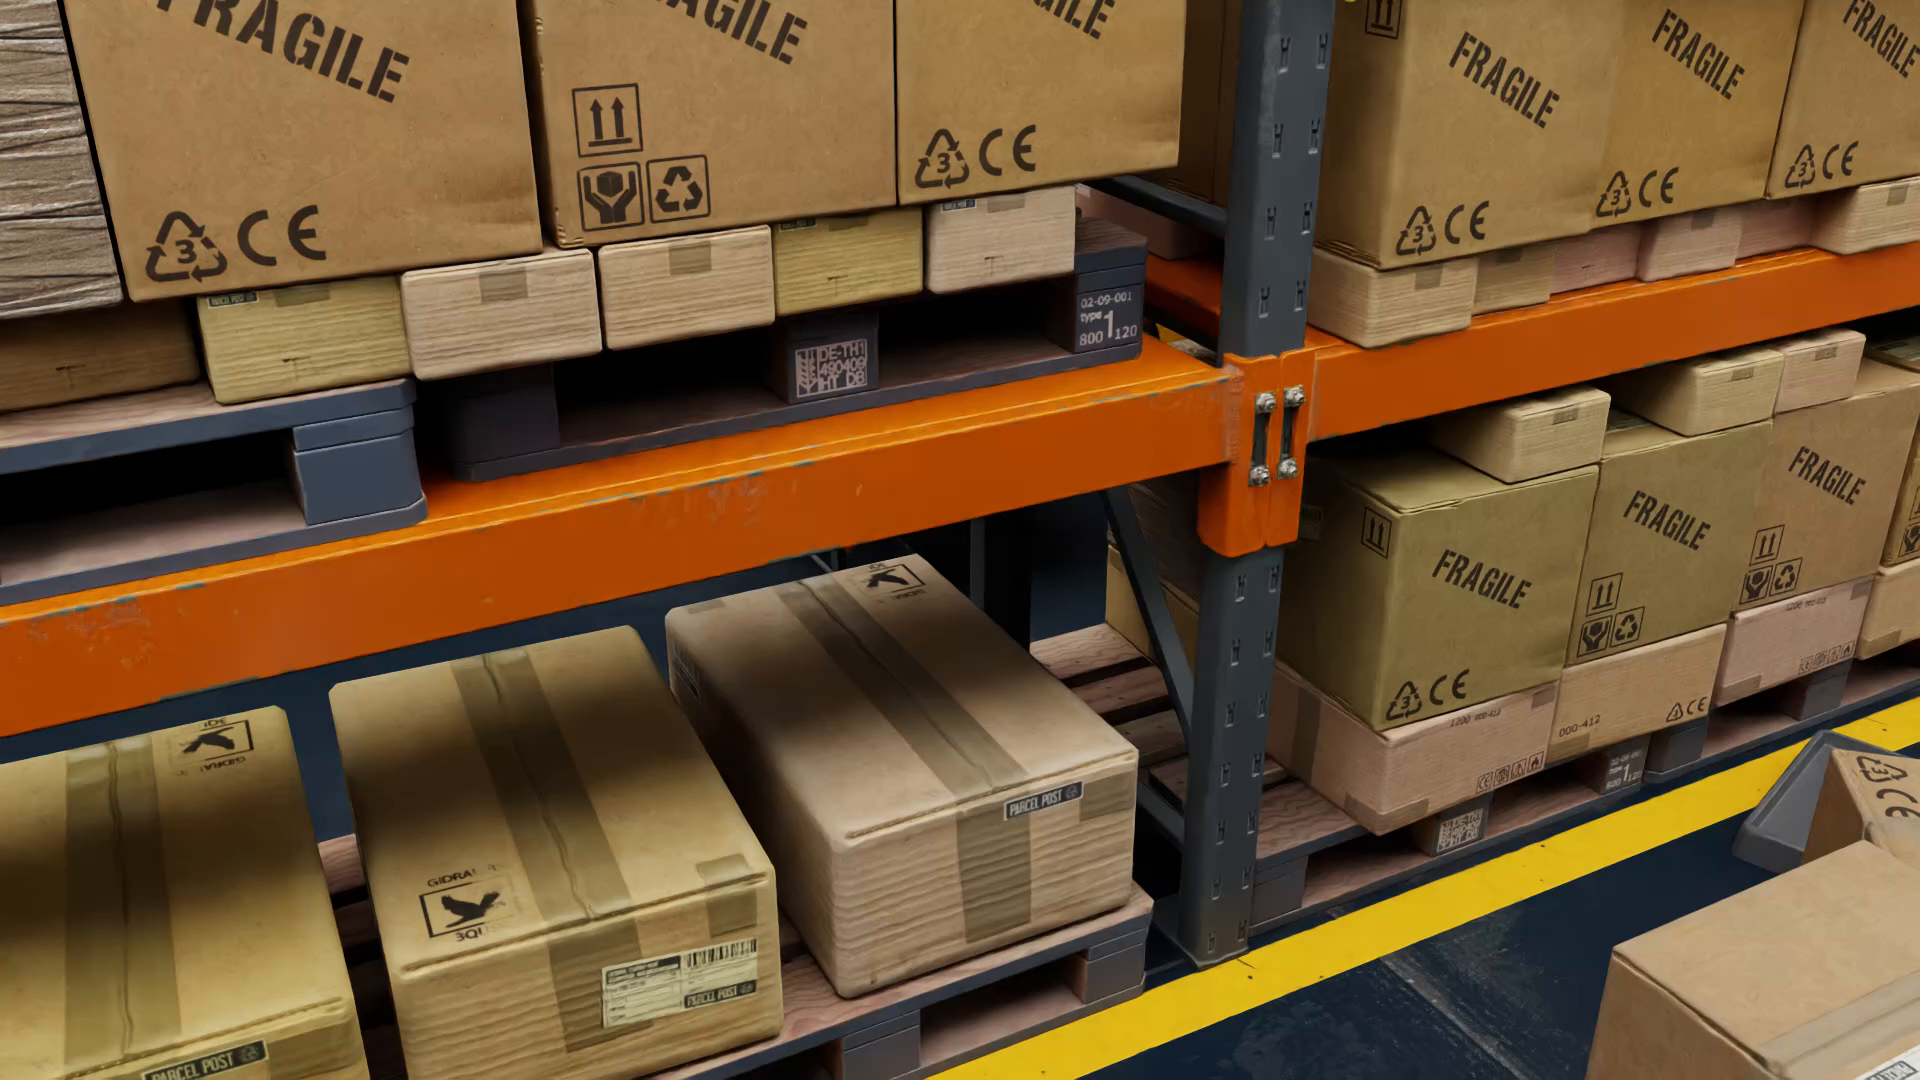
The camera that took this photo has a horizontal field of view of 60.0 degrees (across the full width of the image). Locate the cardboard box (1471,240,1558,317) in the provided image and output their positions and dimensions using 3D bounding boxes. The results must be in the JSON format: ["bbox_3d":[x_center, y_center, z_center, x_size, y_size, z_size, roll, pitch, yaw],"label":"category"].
[{"bbox_3d":[0.937,-0.570,3.261,0.250,0.149,0.380,-12,28,-24],"label":"cardboard box"}]

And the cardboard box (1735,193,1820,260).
[{"bbox_3d":[1.612,-0.739,3.613,0.250,0.149,0.380,-13,29,-25],"label":"cardboard box"}]

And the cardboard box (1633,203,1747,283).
[{"bbox_3d":[1.392,-0.672,3.475,0.250,0.149,0.380,-12,28,-24],"label":"cardboard box"}]

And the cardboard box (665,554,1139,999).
[{"bbox_3d":[-0.152,0.433,3.433,0.625,0.372,0.950,-13,28,-24],"label":"cardboard box"}]

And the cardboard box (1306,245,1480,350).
[{"bbox_3d":[0.739,-0.498,3.113,0.250,0.149,0.380,-13,29,-25],"label":"cardboard box"}]

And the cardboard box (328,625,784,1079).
[{"bbox_3d":[-0.784,0.581,3.125,0.625,0.372,0.950,-11,28,-22],"label":"cardboard box"}]

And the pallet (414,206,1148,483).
[{"bbox_3d":[-0.433,-0.483,3.013,1.213,0.211,1.003,-13,29,-25],"label":"pallet"}]

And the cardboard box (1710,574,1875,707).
[{"bbox_3d":[1.890,0.141,4.182,0.500,0.250,0.500,-13,29,-26],"label":"cardboard box"}]

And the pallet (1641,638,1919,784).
[{"bbox_3d":[1.964,0.187,4.617,1.213,0.211,1.003,-13,29,-25],"label":"pallet"}]

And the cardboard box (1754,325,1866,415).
[{"bbox_3d":[1.785,-0.431,3.758,0.250,0.149,0.380,-11,28,-22],"label":"cardboard box"}]

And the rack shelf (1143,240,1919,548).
[{"bbox_3d":[2.075,-0.753,4.184,4.000,0.370,1.077,-13,29,-25],"label":"rack shelf"}]

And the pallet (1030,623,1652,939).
[{"bbox_3d":[0.886,0.437,4.096,1.213,0.211,1.003,-13,29,-25],"label":"pallet"}]

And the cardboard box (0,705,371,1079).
[{"bbox_3d":[-1.397,0.723,2.829,0.625,0.372,0.950,-12,28,-23],"label":"cardboard box"}]

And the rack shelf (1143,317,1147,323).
[{"bbox_3d":[-0.006,-0.770,4.877,1.000,0.278,0.538,-13,29,-25],"label":"rack shelf"}]

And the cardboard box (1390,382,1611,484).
[{"bbox_3d":[1.096,-0.270,3.422,0.250,0.149,0.380,-13,28,-24],"label":"cardboard box"}]

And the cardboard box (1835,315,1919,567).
[{"bbox_3d":[2.348,-0.302,4.239,0.500,0.500,0.500,-14,29,-26],"label":"cardboard box"}]

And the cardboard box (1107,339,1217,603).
[{"bbox_3d":[0.706,-0.181,3.986,0.500,0.500,0.500,-13,29,-26],"label":"cardboard box"}]

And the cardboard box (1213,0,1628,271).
[{"bbox_3d":[0.829,-0.832,3.059,0.500,0.500,0.500,-13,29,-25],"label":"cardboard box"}]

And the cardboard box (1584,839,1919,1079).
[{"bbox_3d":[1.174,0.789,2.154,0.500,0.500,0.500,-13,29,-25],"label":"cardboard box"}]

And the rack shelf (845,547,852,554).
[{"bbox_3d":[-0.006,-0.285,5.109,1.000,0.278,0.538,-13,29,-25],"label":"rack shelf"}]

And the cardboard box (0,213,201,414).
[{"bbox_3d":[-1.202,-0.319,2.254,0.250,0.149,0.380,-14,29,-27],"label":"cardboard box"}]

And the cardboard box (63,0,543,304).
[{"bbox_3d":[-0.885,-0.652,2.199,0.500,0.500,0.500,-12,28,-23],"label":"cardboard box"}]

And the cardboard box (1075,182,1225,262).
[{"bbox_3d":[0.450,-0.739,3.613,0.250,0.149,0.380,-13,29,-26],"label":"cardboard box"}]

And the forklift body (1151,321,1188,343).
[{"bbox_3d":[0.686,-1.914,6.751,1.214,2.155,2.313,-13,29,-25],"label":"forklift body"}]

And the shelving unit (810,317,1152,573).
[{"bbox_3d":[-0.006,-0.506,5.004,1.048,1.125,0.538,-13,29,-25],"label":"shelving unit"}]

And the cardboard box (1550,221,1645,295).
[{"bbox_3d":[1.157,-0.635,3.398,0.250,0.149,0.380,-13,29,-25],"label":"cardboard box"}]

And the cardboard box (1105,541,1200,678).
[{"bbox_3d":[0.705,0.157,4.149,0.500,0.250,0.500,-12,28,-23],"label":"cardboard box"}]

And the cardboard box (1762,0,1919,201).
[{"bbox_3d":[1.710,-1.041,3.493,0.500,0.500,0.500,-13,29,-26],"label":"cardboard box"}]

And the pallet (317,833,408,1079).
[{"bbox_3d":[-1.454,0.996,2.931,1.213,0.211,1.003,-13,29,-25],"label":"pallet"}]

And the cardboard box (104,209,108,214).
[{"bbox_3d":[-1.490,-0.499,2.629,0.250,0.149,0.380,-12,28,-23],"label":"cardboard box"}]

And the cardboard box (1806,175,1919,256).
[{"bbox_3d":[1.872,-0.755,3.648,0.250,0.149,0.380,-13,28,-25],"label":"cardboard box"}]

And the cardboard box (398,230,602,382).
[{"bbox_3d":[-0.689,-0.369,2.359,0.250,0.149,0.380,-13,28,-25],"label":"cardboard box"}]

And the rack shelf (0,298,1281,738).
[{"bbox_3d":[-1.455,0.062,2.487,4.000,0.370,1.077,-13,29,-25],"label":"rack shelf"}]

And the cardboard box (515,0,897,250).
[{"bbox_3d":[-0.427,-0.755,2.413,0.500,0.500,0.500,-13,28,-25],"label":"cardboard box"}]

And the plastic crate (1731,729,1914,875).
[{"bbox_3d":[2.081,0.640,3.825,0.402,0.080,0.583,21,33,37],"label":"plastic crate"}]

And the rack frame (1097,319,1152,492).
[{"bbox_3d":[0.443,-0.609,5.219,0.032,1.125,0.500,-13,29,-25],"label":"rack frame"}]

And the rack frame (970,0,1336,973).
[{"bbox_3d":[0.310,-0.670,3.180,0.127,3.000,1.000,-13,29,-25],"label":"rack frame"}]

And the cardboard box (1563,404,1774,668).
[{"bbox_3d":[1.424,-0.088,3.794,0.500,0.500,0.500,-12,28,-23],"label":"cardboard box"}]

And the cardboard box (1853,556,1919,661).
[{"bbox_3d":[2.333,0.044,4.384,0.500,0.250,0.500,-14,29,-27],"label":"cardboard box"}]

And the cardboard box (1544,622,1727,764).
[{"bbox_3d":[1.423,0.250,3.955,0.500,0.250,0.500,-11,28,-22],"label":"cardboard box"}]

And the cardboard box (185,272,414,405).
[{"bbox_3d":[-0.921,-0.333,2.284,0.250,0.149,0.380,-13,29,-25],"label":"cardboard box"}]

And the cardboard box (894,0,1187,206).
[{"bbox_3d":[0.010,-0.857,2.624,0.500,0.500,0.500,-14,29,-26],"label":"cardboard box"}]

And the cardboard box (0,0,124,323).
[{"bbox_3d":[-1.347,-0.545,1.976,0.500,0.500,0.500,-14,29,-27],"label":"cardboard box"}]

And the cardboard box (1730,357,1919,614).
[{"bbox_3d":[1.883,-0.193,4.012,0.500,0.500,0.500,-11,28,-22],"label":"cardboard box"}]

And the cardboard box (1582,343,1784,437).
[{"bbox_3d":[1.549,-0.375,3.641,0.250,0.149,0.380,-12,28,-23],"label":"cardboard box"}]

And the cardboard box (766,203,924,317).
[{"bbox_3d":[-0.255,-0.489,2.607,0.250,0.149,0.380,-14,29,-27],"label":"cardboard box"}]

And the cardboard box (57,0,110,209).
[{"bbox_3d":[-1.571,-0.746,2.394,0.500,0.500,0.500,-14,29,-27],"label":"cardboard box"}]

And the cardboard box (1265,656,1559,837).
[{"bbox_3d":[0.958,0.363,3.719,0.500,0.250,0.500,-14,29,-27],"label":"cardboard box"}]

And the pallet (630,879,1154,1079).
[{"bbox_3d":[-0.376,0.746,3.452,1.213,0.211,1.003,-13,29,-25],"label":"pallet"}]

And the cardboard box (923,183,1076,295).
[{"bbox_3d":[-0.014,-0.536,2.705,0.250,0.149,0.380,-13,28,-24],"label":"cardboard box"}]

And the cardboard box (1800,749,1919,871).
[{"bbox_3d":[1.896,0.757,3.092,0.500,0.500,0.500,5,26,11],"label":"cardboard box"}]

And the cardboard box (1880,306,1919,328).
[{"bbox_3d":[2.506,-0.599,4.107,0.250,0.149,0.380,-12,28,-23],"label":"cardboard box"}]

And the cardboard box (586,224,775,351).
[{"bbox_3d":[-0.466,-0.423,2.470,0.250,0.149,0.380,-14,29,-26],"label":"cardboard box"}]

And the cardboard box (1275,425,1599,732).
[{"bbox_3d":[0.958,0.025,3.557,0.500,0.500,0.500,-12,28,-23],"label":"cardboard box"}]

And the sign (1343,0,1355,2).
[{"bbox_3d":[0.574,-0.981,2.489,0.005,0.325,0.100,-13,29,-25],"label":"sign"}]

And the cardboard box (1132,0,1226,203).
[{"bbox_3d":[0.585,-1.035,3.480,0.500,0.500,0.500,-14,29,-26],"label":"cardboard box"}]

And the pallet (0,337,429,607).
[{"bbox_3d":[-1.492,-0.188,2.397,1.213,0.211,1.003,-13,29,-25],"label":"pallet"}]

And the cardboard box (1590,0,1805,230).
[{"bbox_3d":[1.261,-0.943,3.290,0.500,0.500,0.500,-13,29,-25],"label":"cardboard box"}]

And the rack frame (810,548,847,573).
[{"bbox_3d":[-0.455,-0.402,4.788,0.032,1.125,0.500,-13,29,-25],"label":"rack frame"}]
